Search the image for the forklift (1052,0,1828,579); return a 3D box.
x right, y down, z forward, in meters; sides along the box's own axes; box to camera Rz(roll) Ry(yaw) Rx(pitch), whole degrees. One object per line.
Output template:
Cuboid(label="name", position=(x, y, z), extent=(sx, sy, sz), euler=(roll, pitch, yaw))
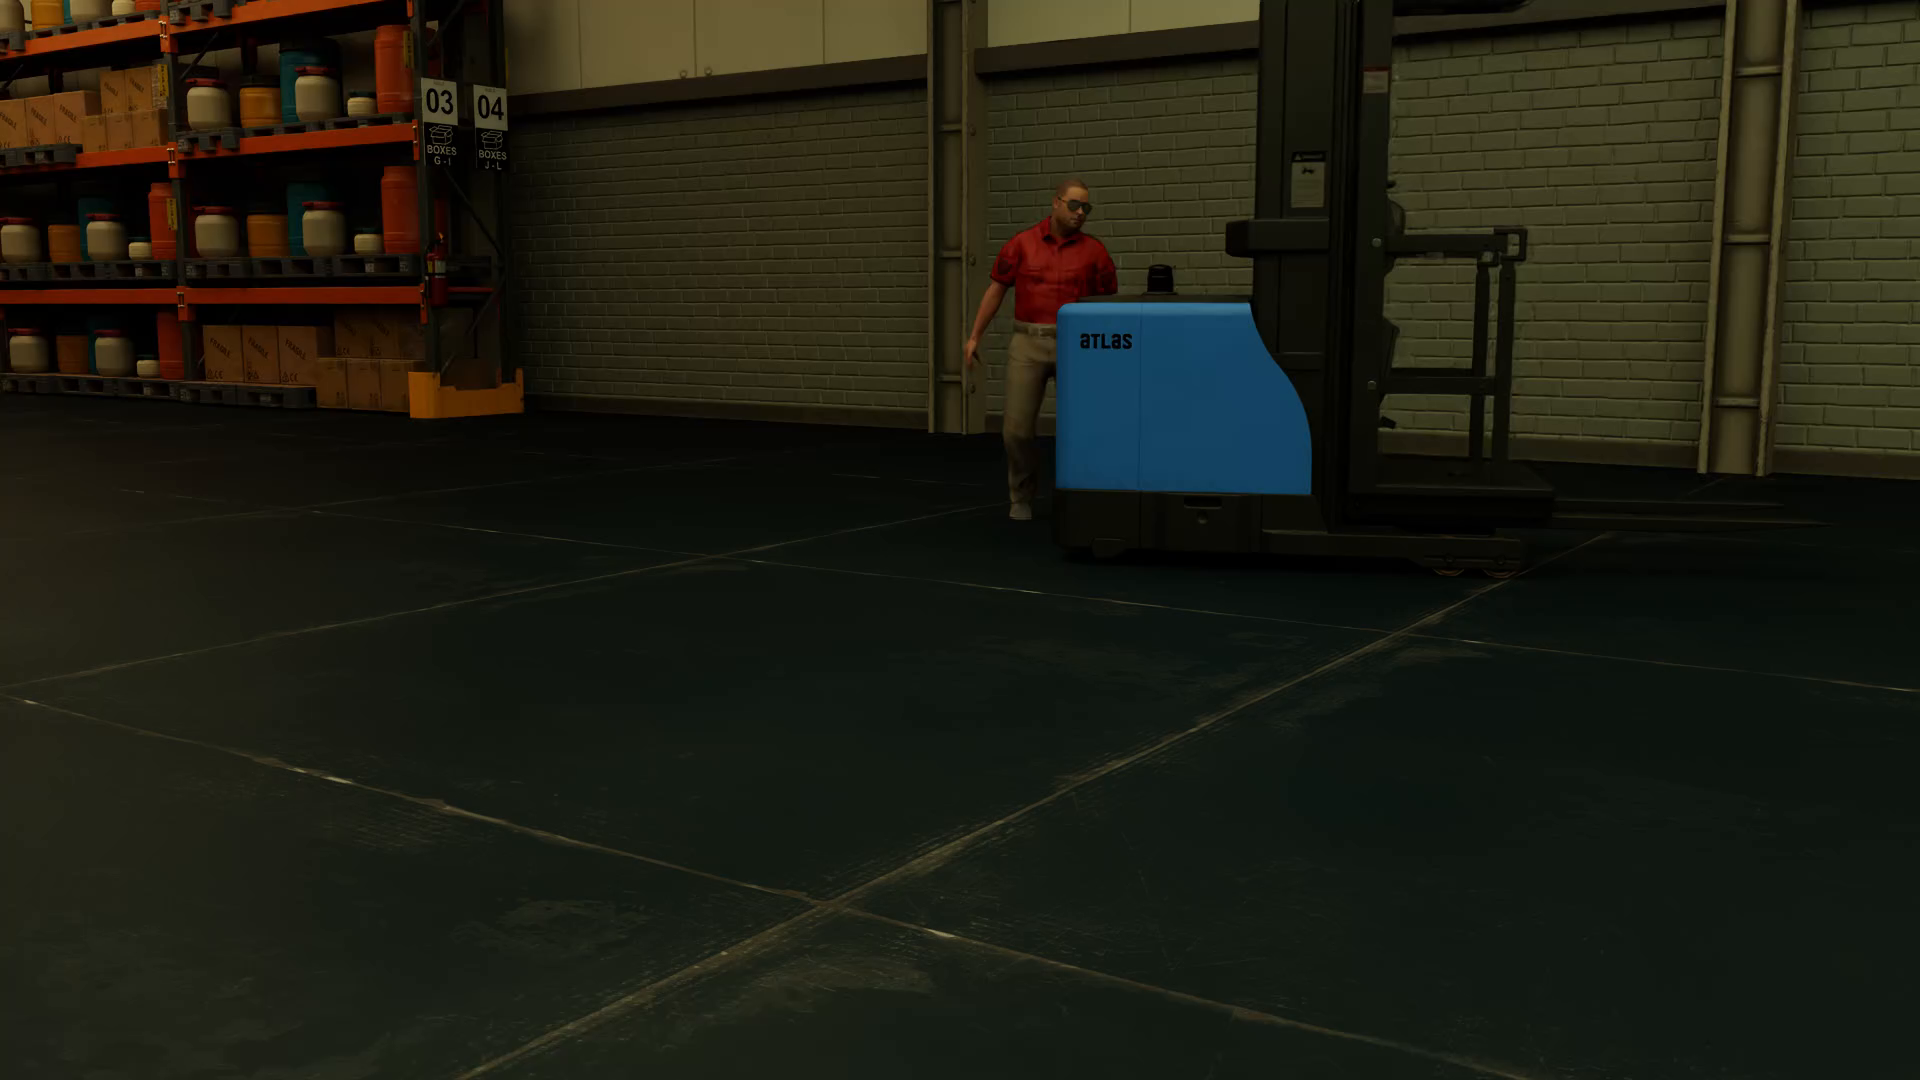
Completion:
Cuboid(label="forklift", position=(1.956, -1.381, 6.905), extent=(3.031, 2.935, 1.130), euler=(2, 8, 12))

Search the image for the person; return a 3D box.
Cuboid(label="person", position=(0.459, -0.914, 8.268), extent=(0.896, 1.712, 0.452), euler=(1, 8, 7))
